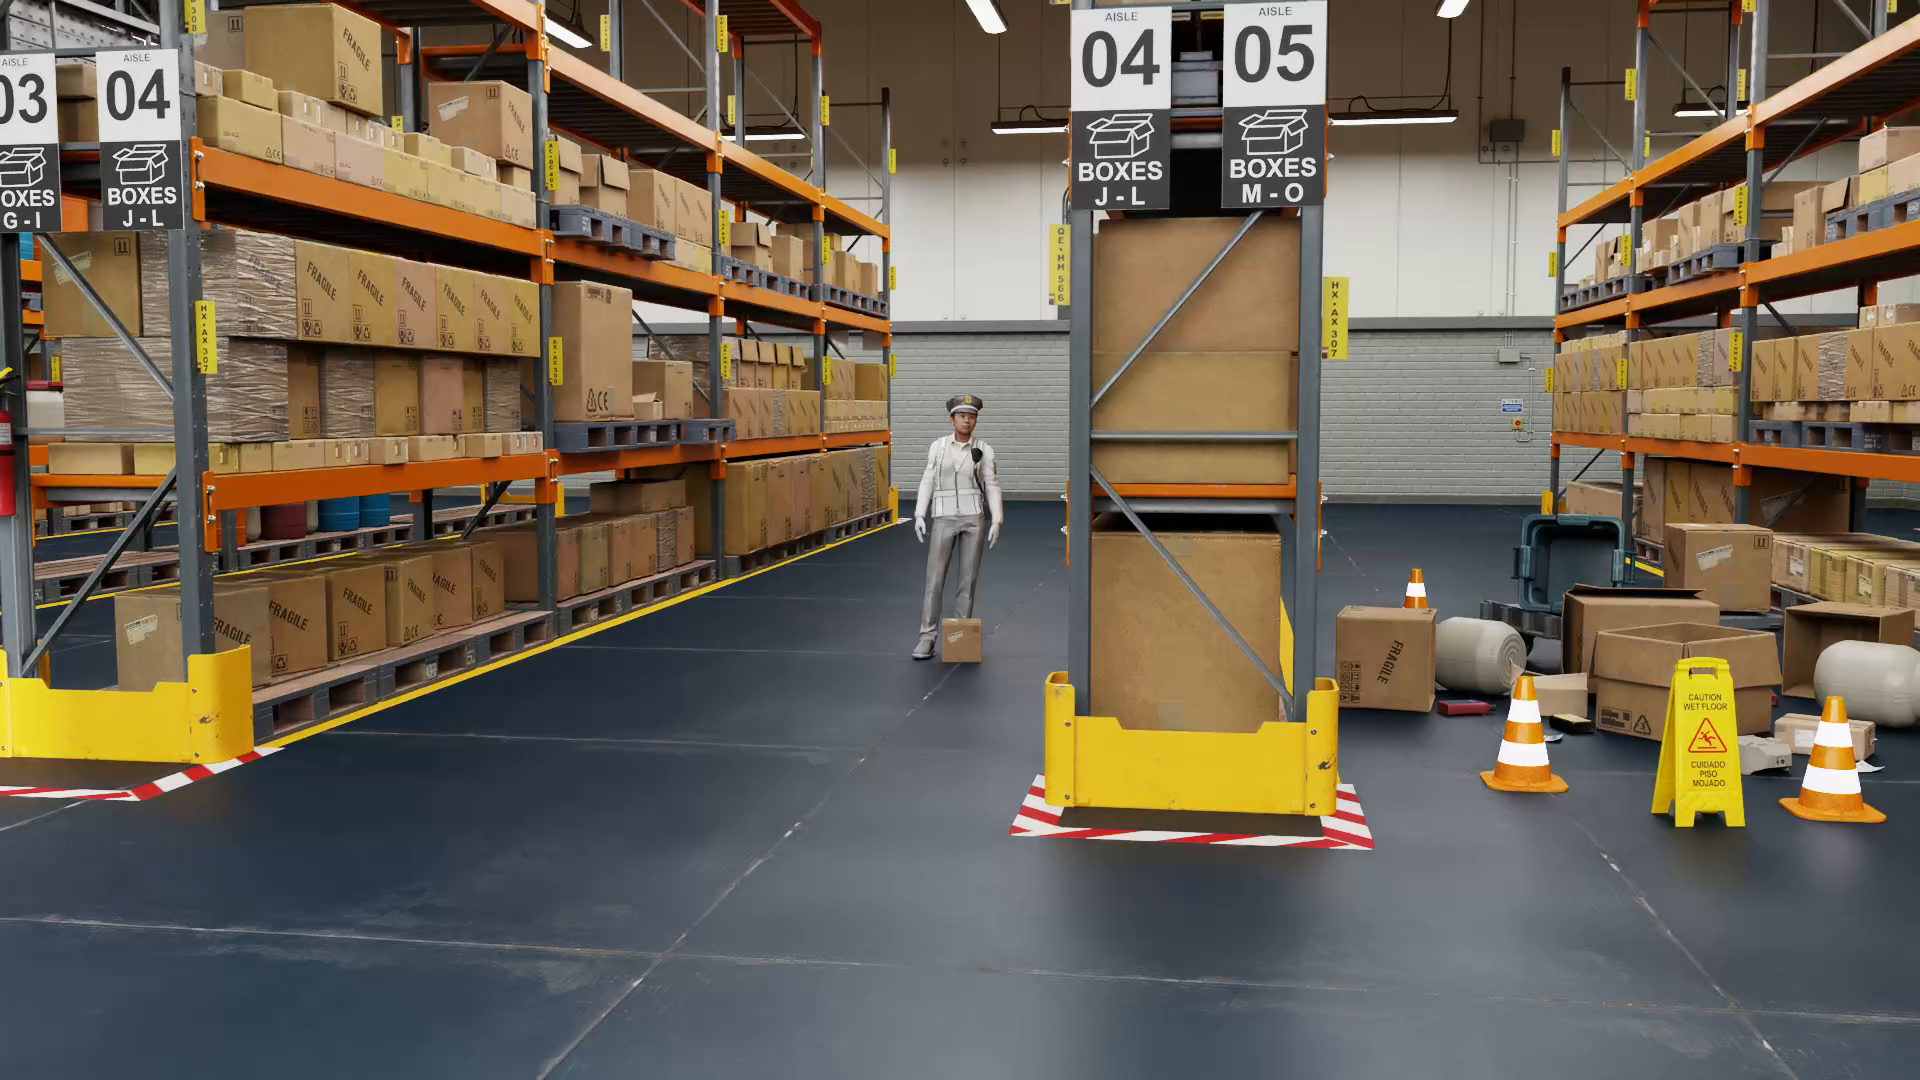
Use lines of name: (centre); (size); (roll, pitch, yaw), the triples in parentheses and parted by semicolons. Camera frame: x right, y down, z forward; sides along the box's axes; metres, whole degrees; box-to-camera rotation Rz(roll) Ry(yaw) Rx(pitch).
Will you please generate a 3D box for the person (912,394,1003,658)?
person: (-0.011, -0.100, 10.828); (0.587, 1.696, 0.531); (0, 5, 2)
